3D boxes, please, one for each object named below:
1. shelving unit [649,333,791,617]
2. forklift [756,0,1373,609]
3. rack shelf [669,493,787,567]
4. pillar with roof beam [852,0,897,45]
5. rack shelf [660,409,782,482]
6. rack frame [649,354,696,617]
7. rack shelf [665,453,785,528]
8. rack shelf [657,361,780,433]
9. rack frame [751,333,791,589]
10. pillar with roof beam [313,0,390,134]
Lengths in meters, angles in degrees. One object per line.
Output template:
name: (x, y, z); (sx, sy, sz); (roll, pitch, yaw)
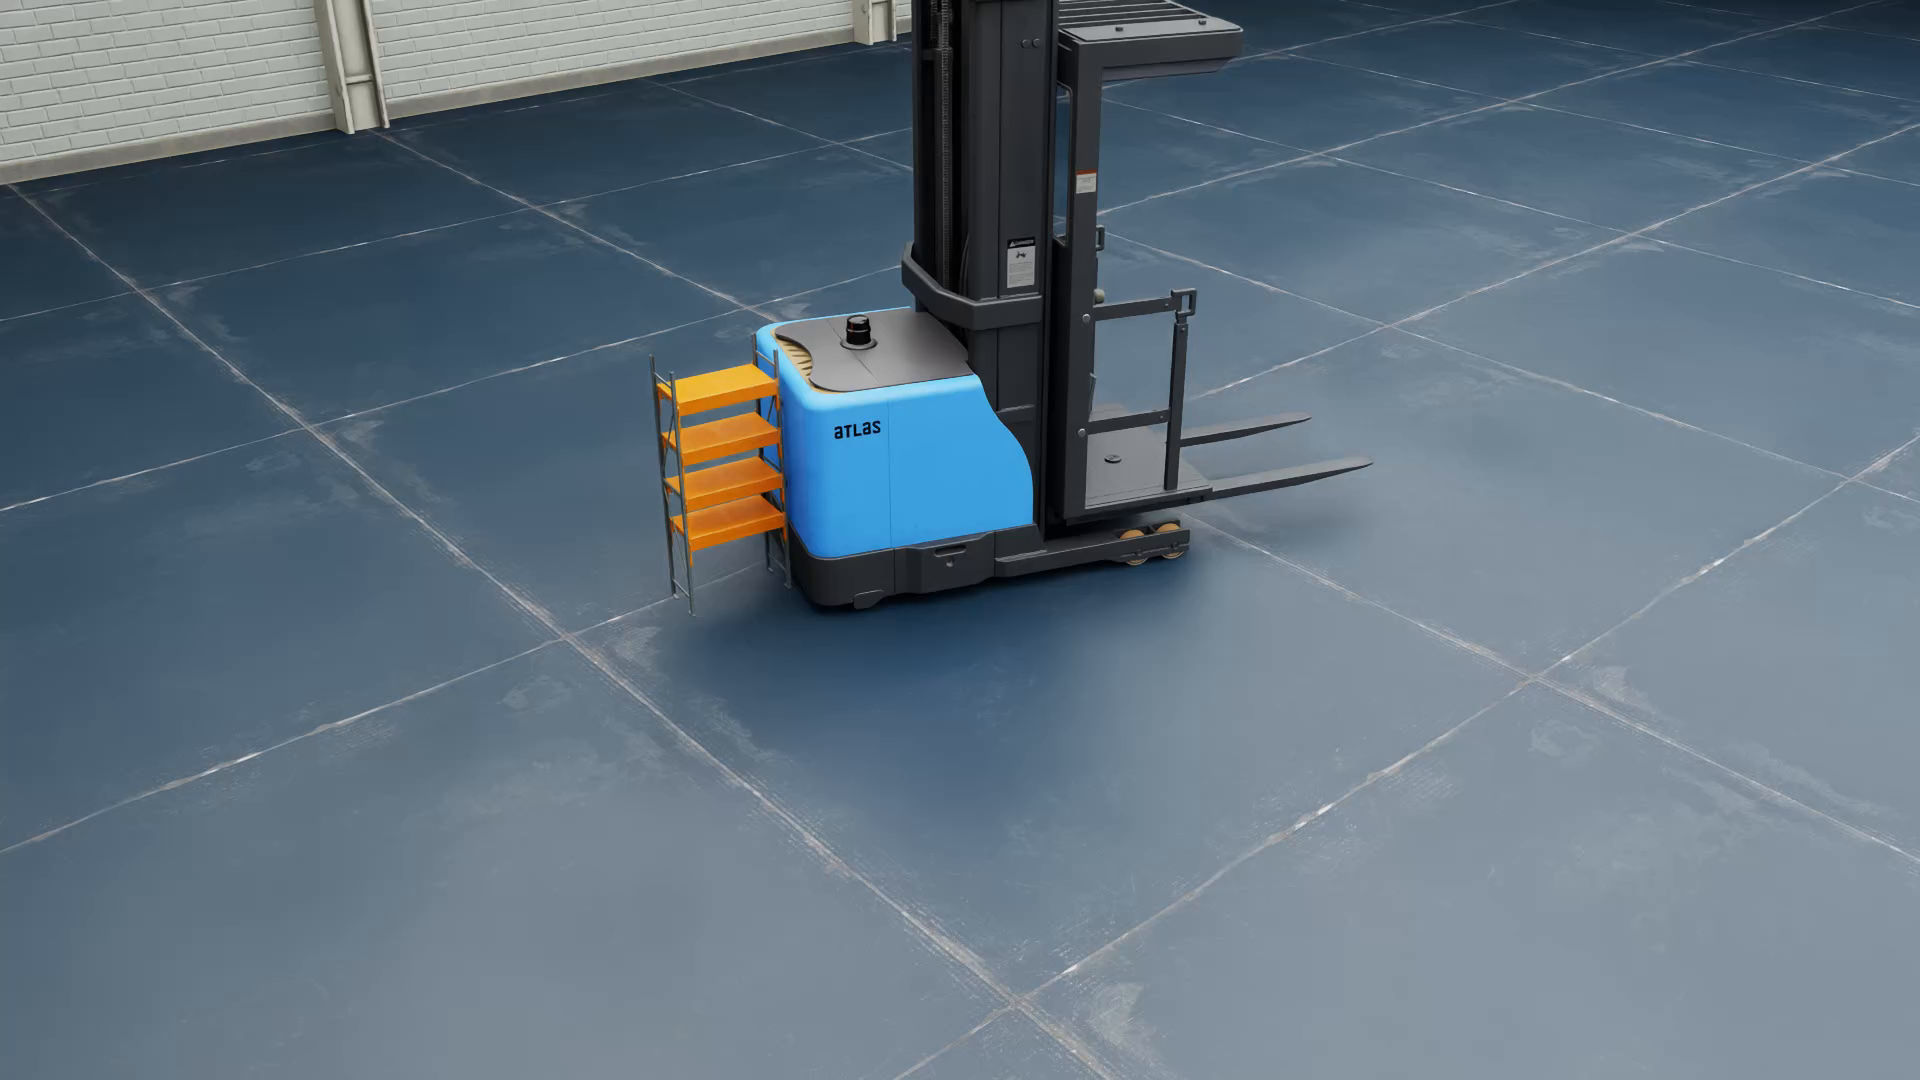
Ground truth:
shelving unit: (-1.070, -0.287, 7.514); (0.503, 1.200, 0.258); (-16, 32, -28)
forklift: (0.586, -1.394, 7.750); (3.031, 2.935, 1.130); (-10, 30, -18)
rack shelf: (-1.070, -0.053, 7.640); (0.480, 0.148, 0.258); (-16, 32, -28)
pillar with roof beam: (1.829, -8.082, 13.825); (0.400, 9.000, 9.100); (-22, 35, -35)
rack shelf: (-1.070, -0.425, 7.441); (0.480, 0.148, 0.258); (-16, 32, -28)
rack frame: (-1.277, -0.226, 7.401); (0.015, 1.200, 0.240); (-16, 32, -28)
rack shelf: (-1.070, -0.228, 7.546); (0.480, 0.148, 0.258); (-16, 32, -28)
rack shelf: (-1.070, -0.634, 7.329); (0.480, 0.148, 0.258); (-16, 32, -28)
rack frame: (-0.863, -0.348, 7.628); (0.015, 1.200, 0.240); (-16, 32, -28)
pillar with roof beam: (-2.735, -6.246, 10.391); (0.400, 9.000, 9.100); (-22, 35, -35)
